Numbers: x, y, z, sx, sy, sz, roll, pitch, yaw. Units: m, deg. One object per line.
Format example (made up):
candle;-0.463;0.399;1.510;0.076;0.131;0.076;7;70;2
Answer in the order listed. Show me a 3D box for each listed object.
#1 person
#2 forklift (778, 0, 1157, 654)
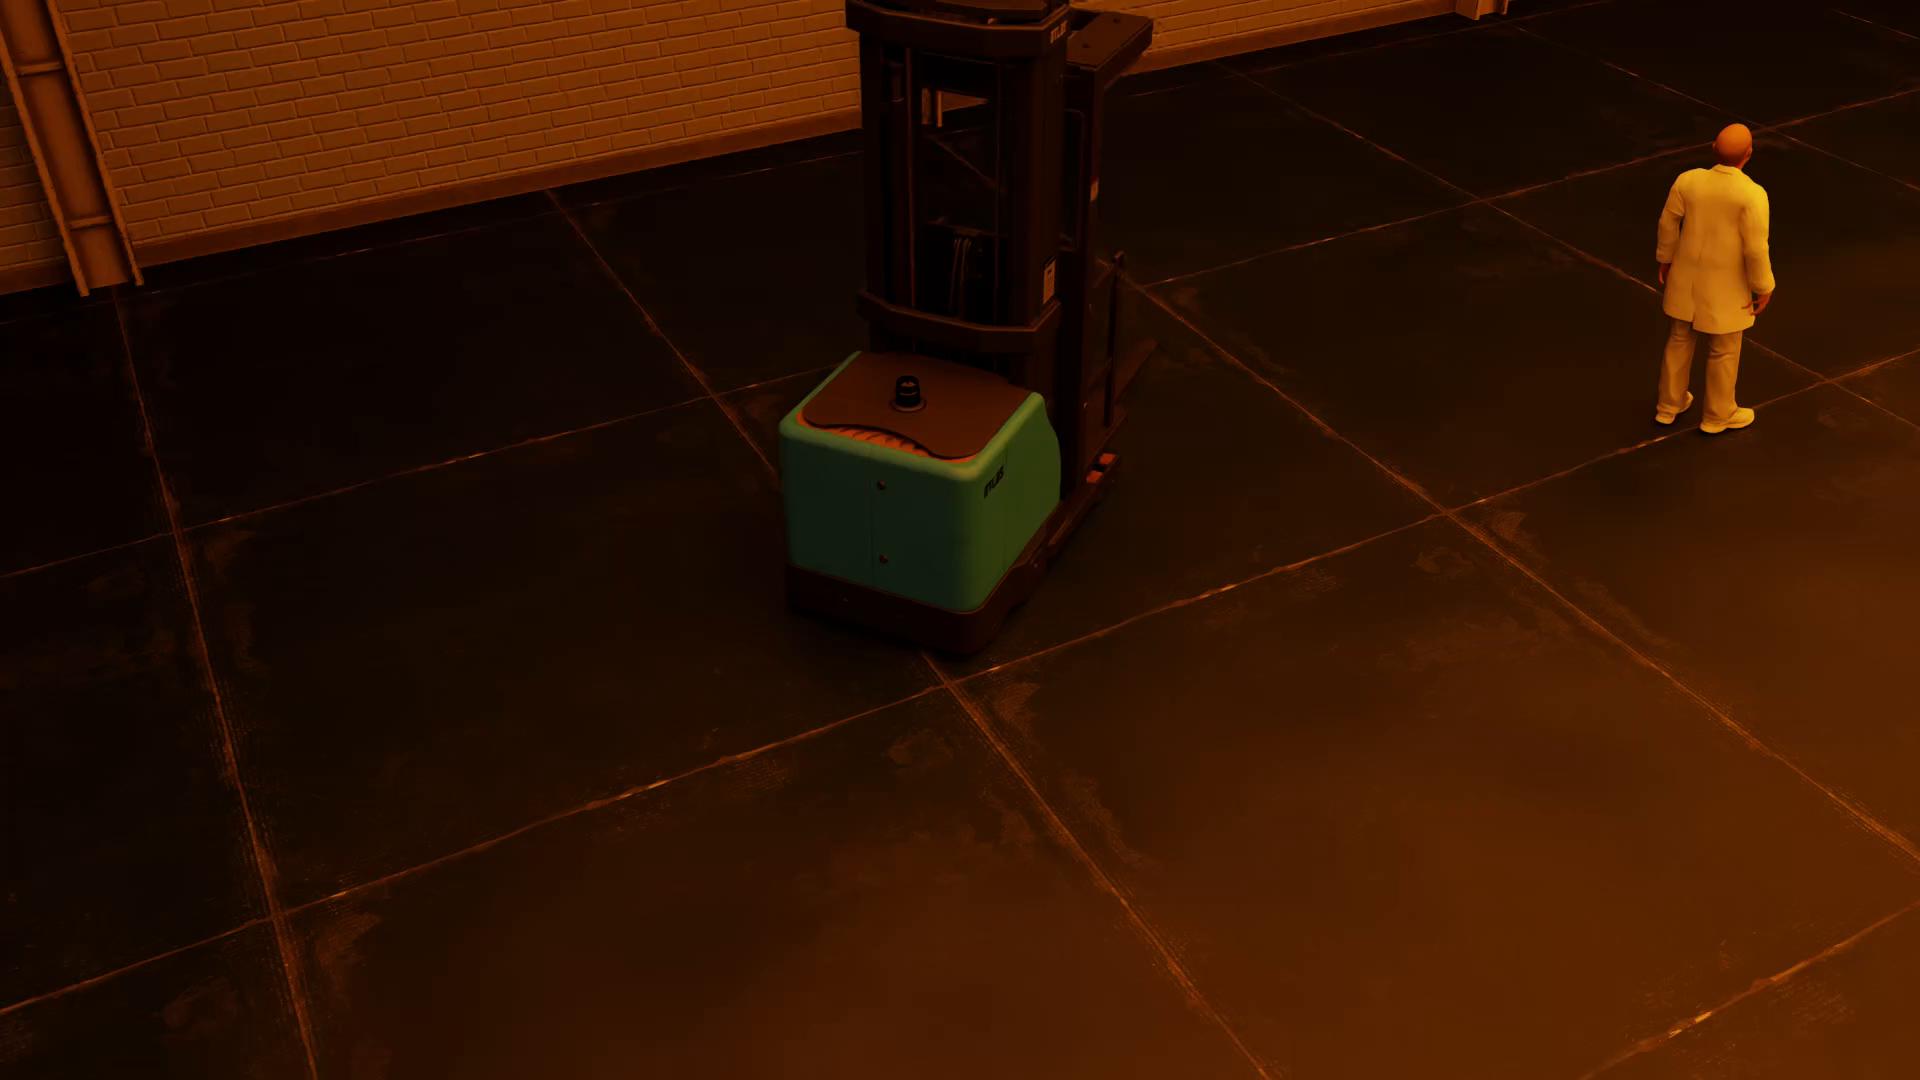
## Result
person;4.186;-1.458;9.173;0.581;1.776;0.694;-23;41;-29
forklift;0.234;-1.503;8.249;1.130;2.935;3.031;15;38;20
